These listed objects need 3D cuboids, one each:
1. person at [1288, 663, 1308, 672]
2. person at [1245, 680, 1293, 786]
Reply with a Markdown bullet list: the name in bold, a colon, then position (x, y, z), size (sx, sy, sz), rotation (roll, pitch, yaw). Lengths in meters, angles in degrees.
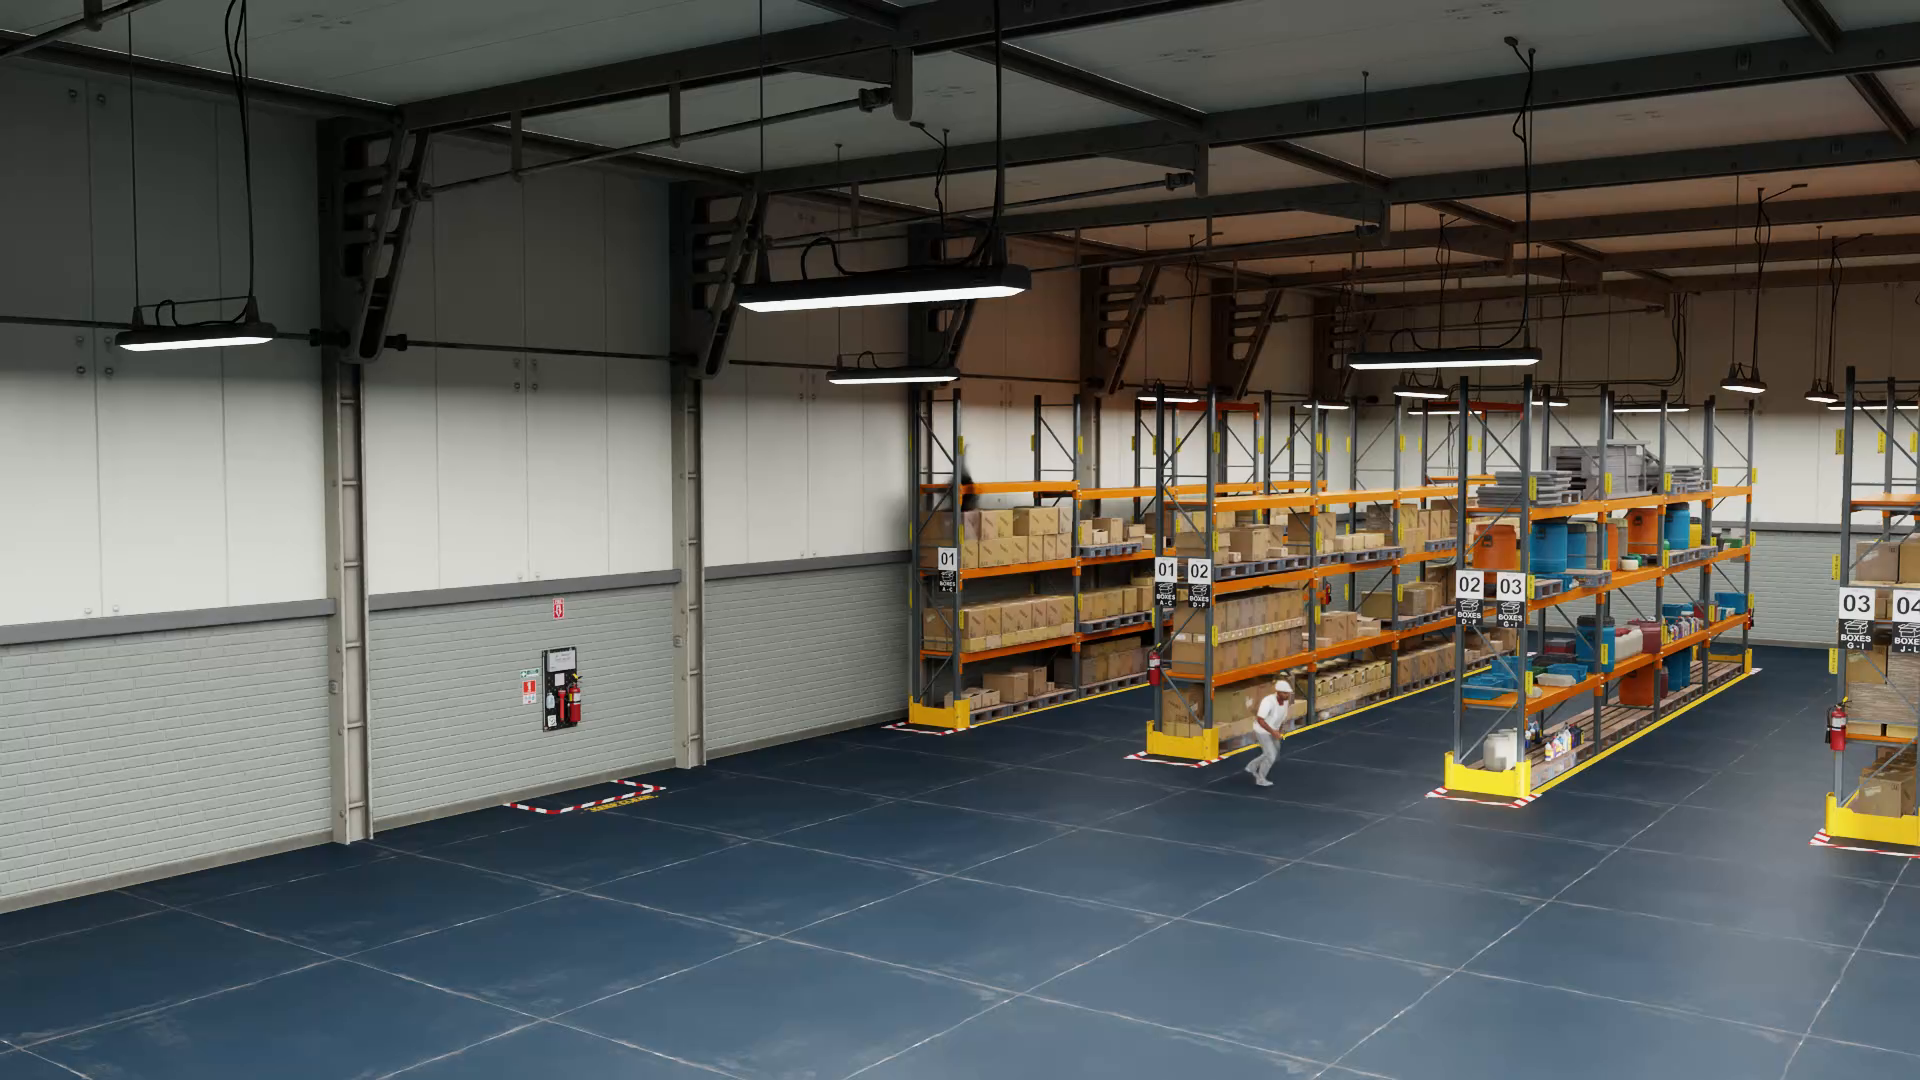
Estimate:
- **person**: position (7.104, 2.232, 34.706), size (1.122, 1.582, 0.685), rotation (-3, 5, -44)
- **person**: position (4.505, 2.808, 24.310), size (0.916, 1.605, 0.670), rotation (3, 5, 44)
